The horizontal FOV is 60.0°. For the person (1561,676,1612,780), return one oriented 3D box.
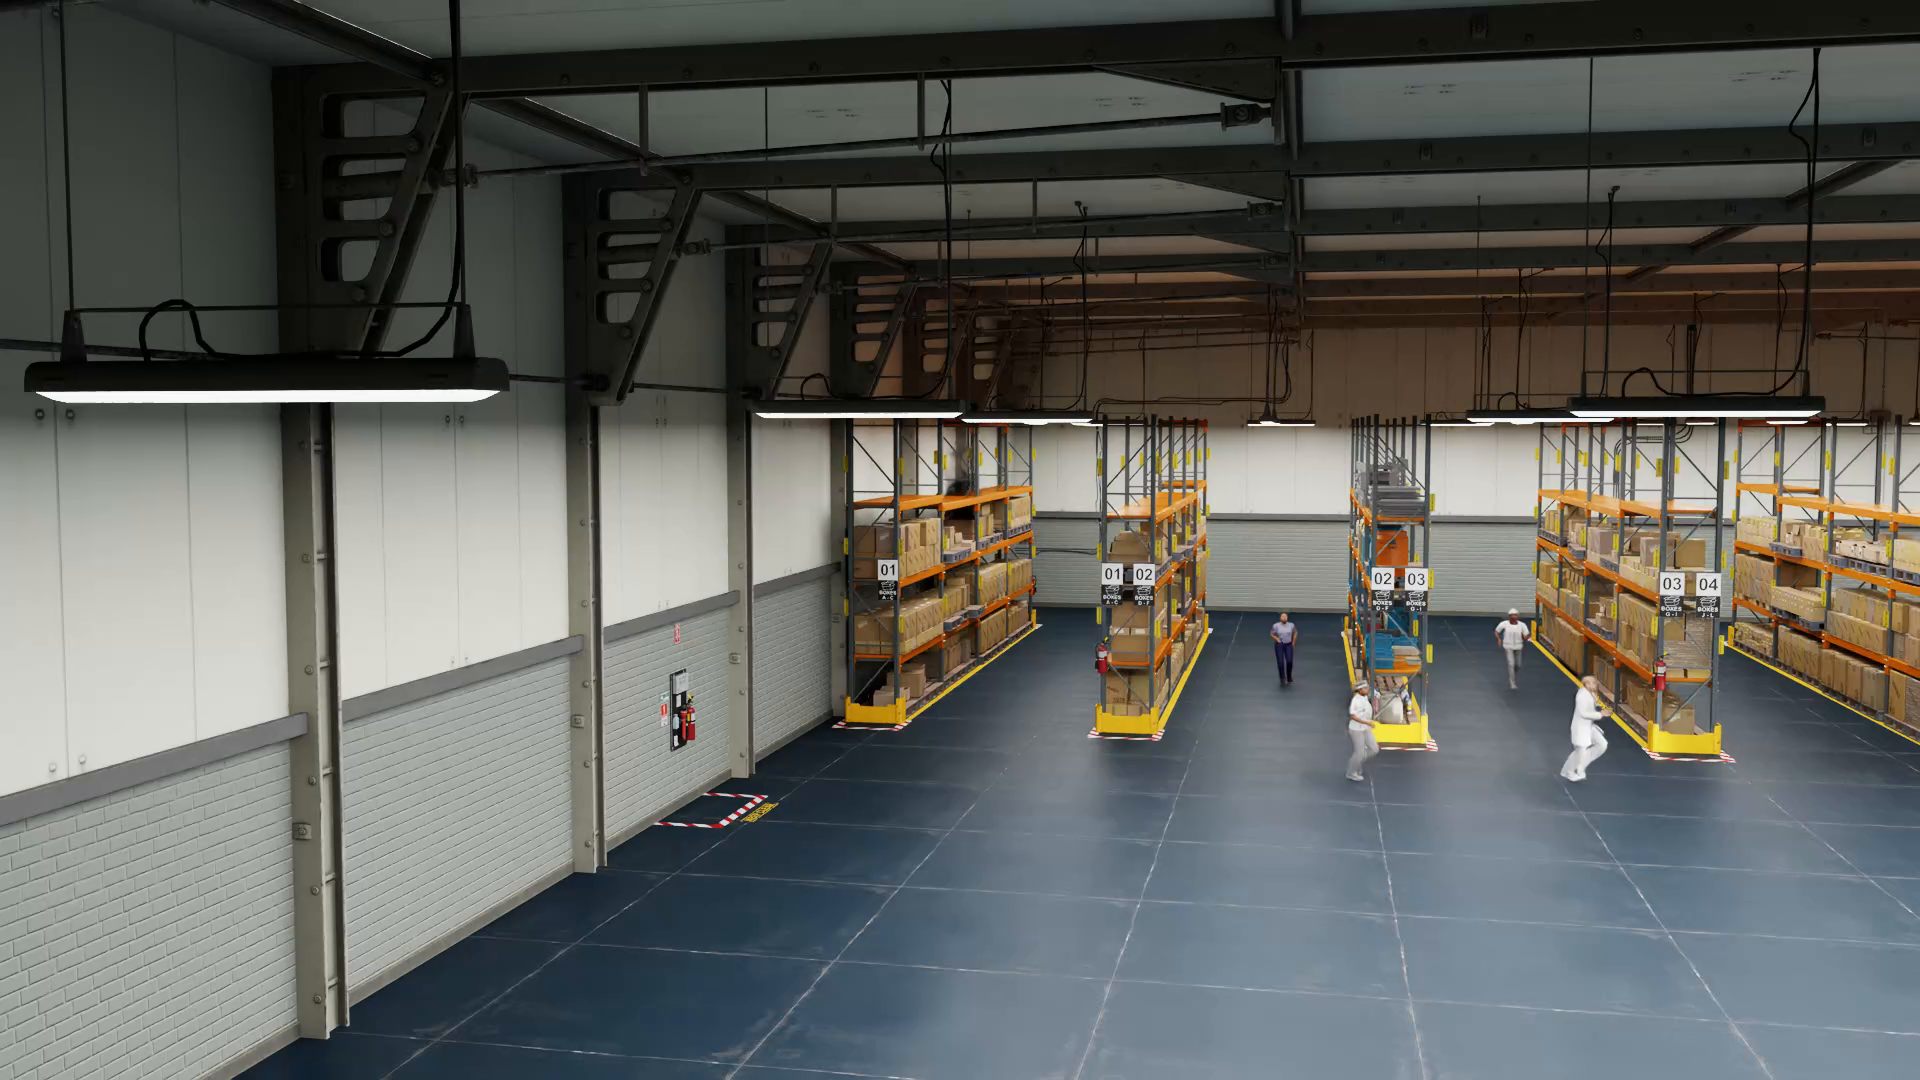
[{"bbox_3d":[10.136,3.048,26.905,0.823,1.731,0.760,3,5,38],"label":"person"}]

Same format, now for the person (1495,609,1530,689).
[{"bbox_3d":[12.216,2.386,36.738,0.711,1.747,0.963,0,4,4],"label":"person"}]

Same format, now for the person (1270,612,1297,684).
[{"bbox_3d":[7.266,2.430,37.311,0.601,1.632,0.616,1,4,9],"label":"person"}]

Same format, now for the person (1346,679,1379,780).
[{"bbox_3d":[6.555,3.083,27.029,0.568,1.660,0.587,3,5,40],"label":"person"}]
